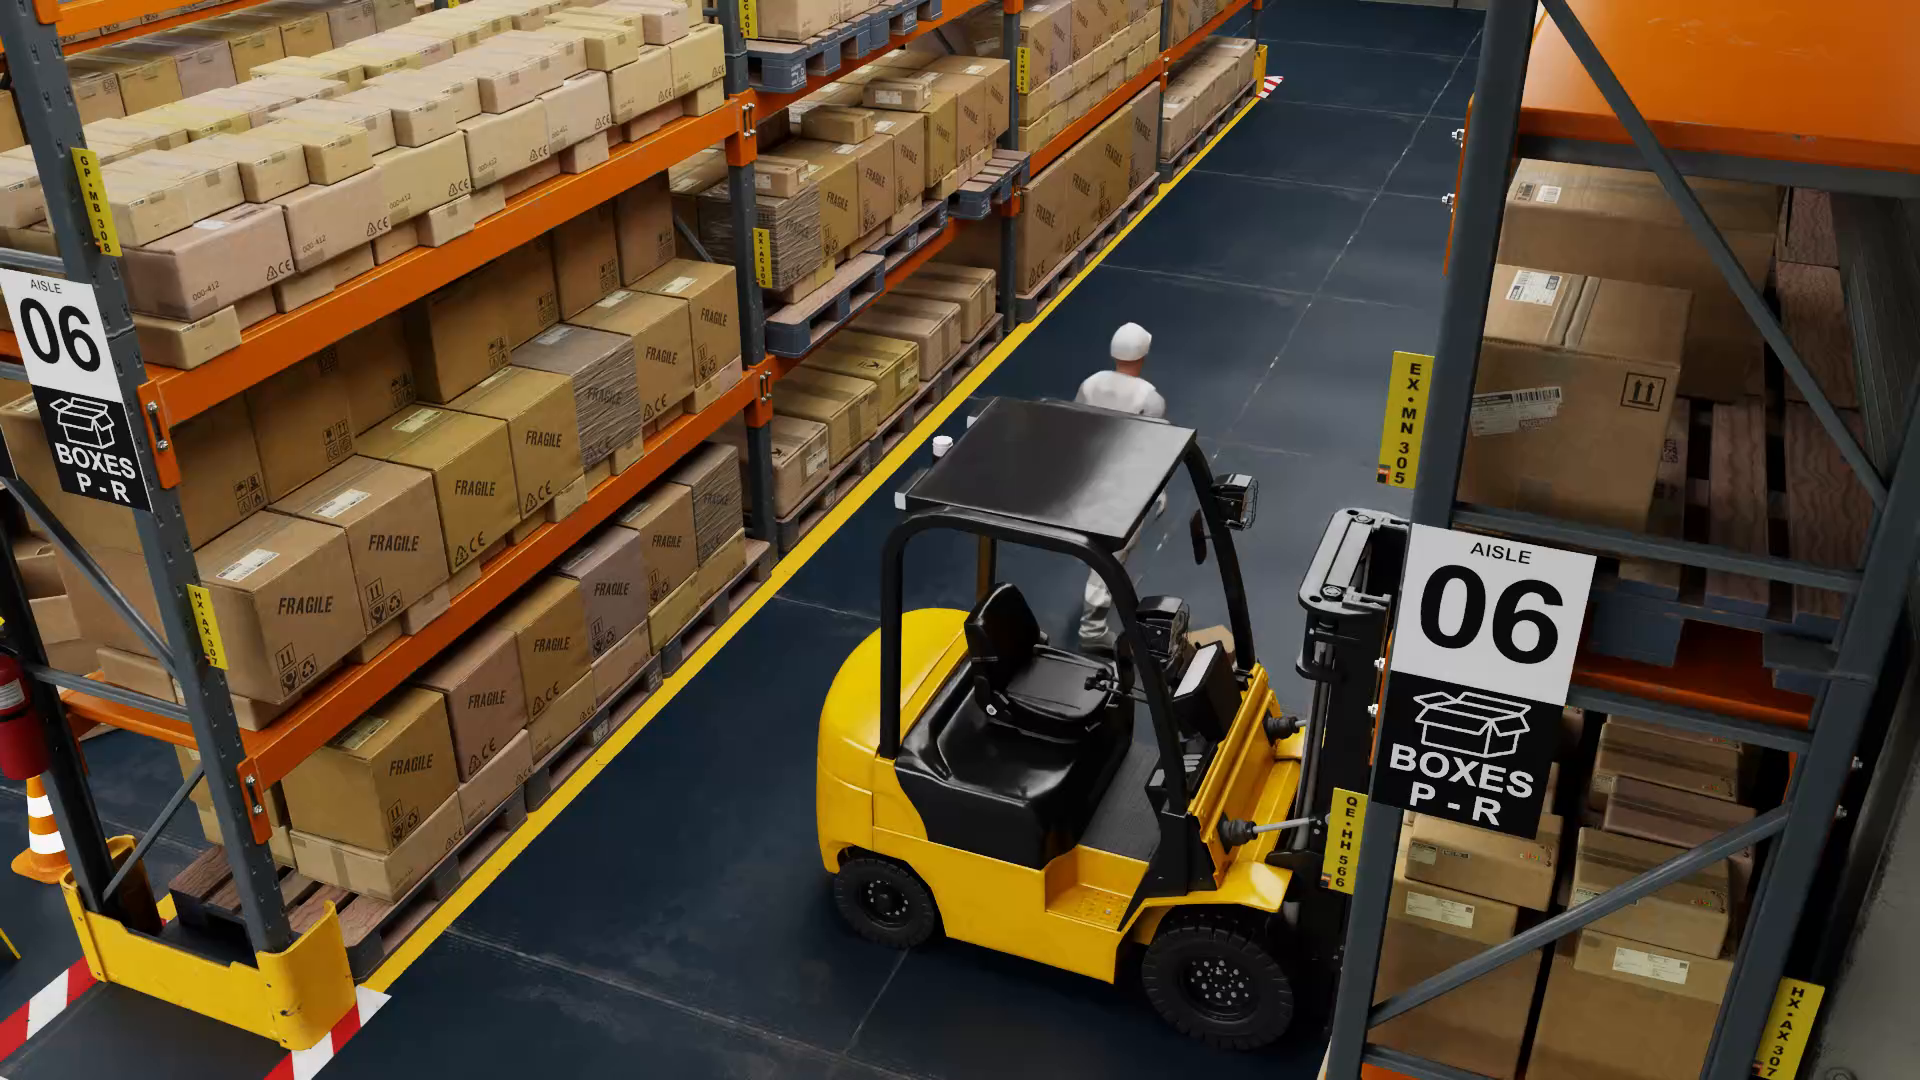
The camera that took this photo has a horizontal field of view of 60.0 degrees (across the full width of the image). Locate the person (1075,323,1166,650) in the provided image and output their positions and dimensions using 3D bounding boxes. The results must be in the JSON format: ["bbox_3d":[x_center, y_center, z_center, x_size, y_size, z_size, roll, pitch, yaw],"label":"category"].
[{"bbox_3d":[0.855,-0.358,9.001,0.645,1.750,0.890,24,37,36],"label":"person"}]
